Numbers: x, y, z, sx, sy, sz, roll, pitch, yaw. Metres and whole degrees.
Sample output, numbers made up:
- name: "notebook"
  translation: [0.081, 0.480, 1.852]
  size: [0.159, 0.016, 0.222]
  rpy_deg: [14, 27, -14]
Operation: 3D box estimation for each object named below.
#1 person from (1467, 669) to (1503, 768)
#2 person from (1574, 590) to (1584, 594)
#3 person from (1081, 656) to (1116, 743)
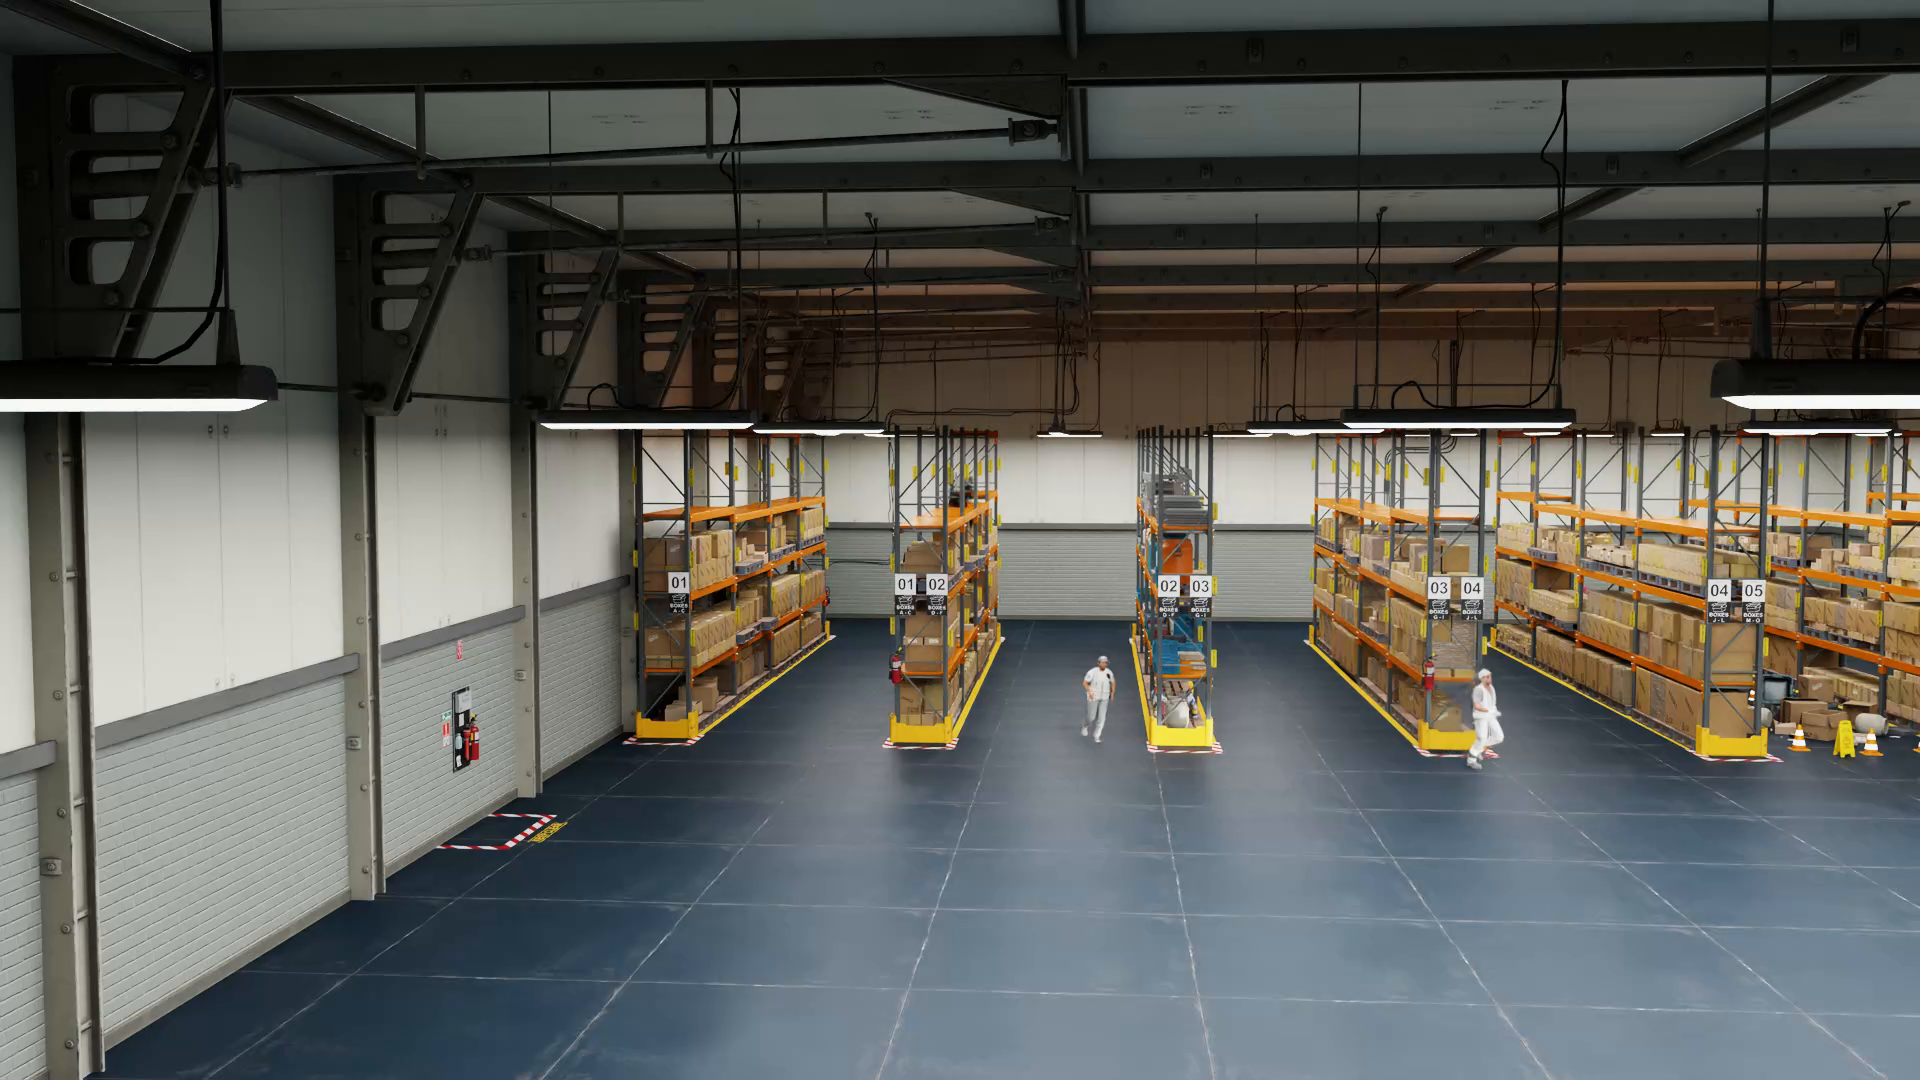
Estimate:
- name: "person"
  translation: [9.177, 3.108, 28.928]
  size: [0.693, 1.737, 0.698]
  rpy_deg: [-3, 4, -37]
- name: "person"
  translation: [16.879, 2.057, 45.538]
  size: [0.661, 1.786, 0.916]
  rpy_deg: [0, 3, -3]
- name: "person"
  translation: [2.667, 3.009, 31.722]
  size: [0.644, 1.626, 0.627]
  rpy_deg: [-1, 4, -13]
